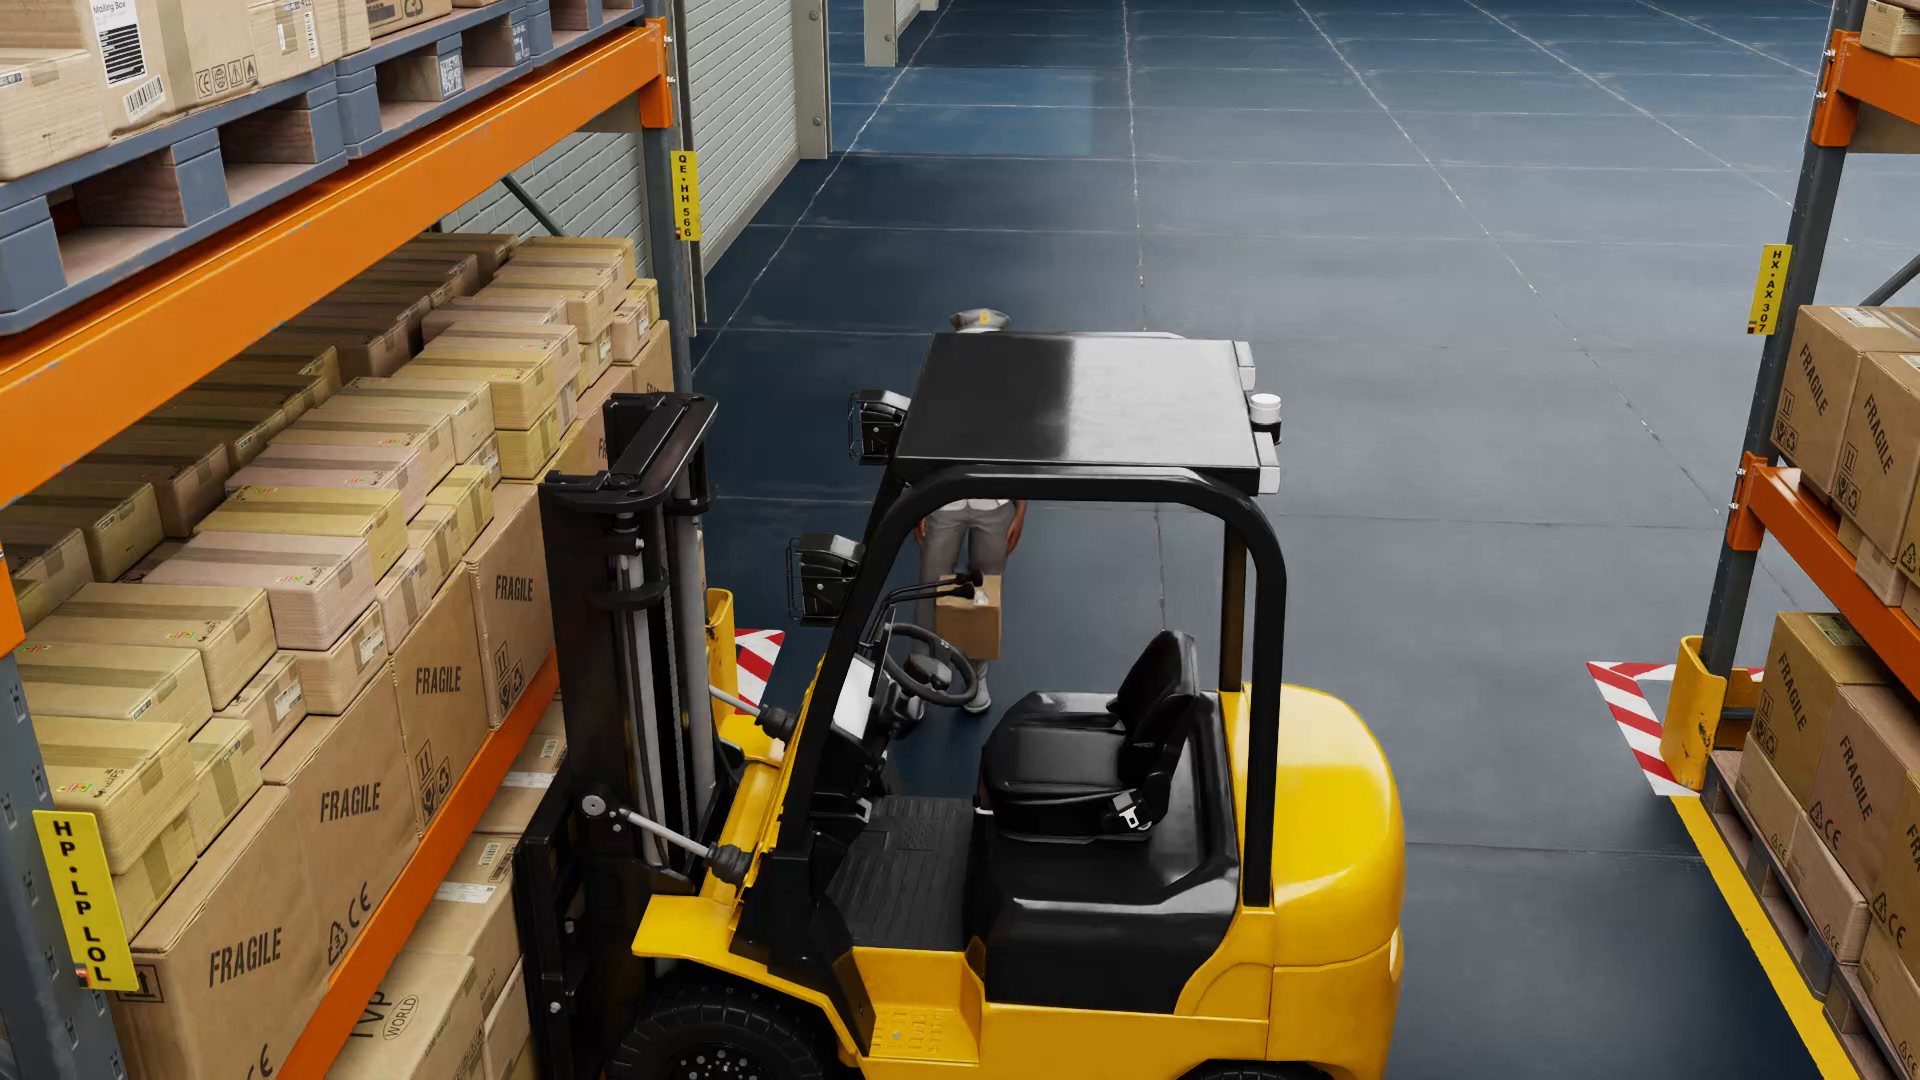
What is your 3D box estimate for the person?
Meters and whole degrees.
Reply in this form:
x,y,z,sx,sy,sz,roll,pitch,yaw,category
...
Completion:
x,y,z,sx,sy,sz,roll,pitch,yaw,category
0.016,-0.103,6.766,0.547,1.698,0.528,2,25,4,person
